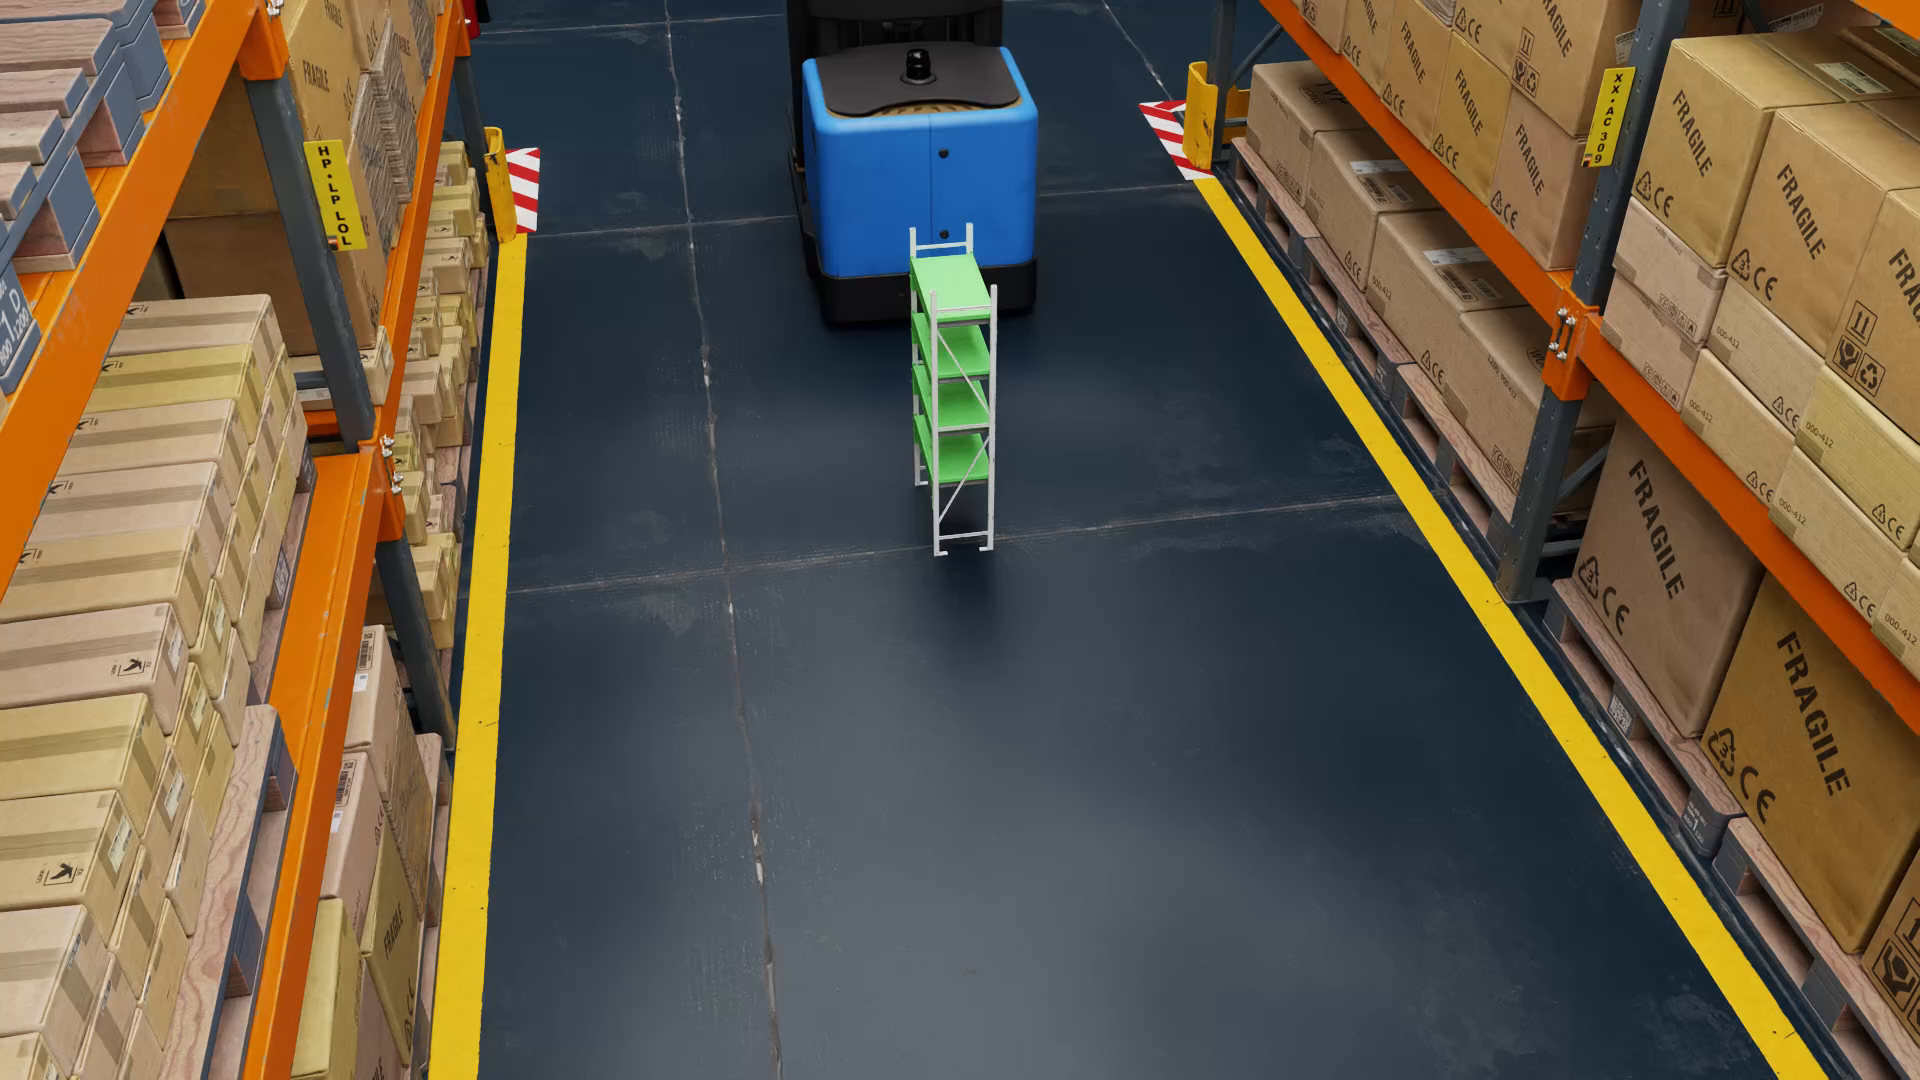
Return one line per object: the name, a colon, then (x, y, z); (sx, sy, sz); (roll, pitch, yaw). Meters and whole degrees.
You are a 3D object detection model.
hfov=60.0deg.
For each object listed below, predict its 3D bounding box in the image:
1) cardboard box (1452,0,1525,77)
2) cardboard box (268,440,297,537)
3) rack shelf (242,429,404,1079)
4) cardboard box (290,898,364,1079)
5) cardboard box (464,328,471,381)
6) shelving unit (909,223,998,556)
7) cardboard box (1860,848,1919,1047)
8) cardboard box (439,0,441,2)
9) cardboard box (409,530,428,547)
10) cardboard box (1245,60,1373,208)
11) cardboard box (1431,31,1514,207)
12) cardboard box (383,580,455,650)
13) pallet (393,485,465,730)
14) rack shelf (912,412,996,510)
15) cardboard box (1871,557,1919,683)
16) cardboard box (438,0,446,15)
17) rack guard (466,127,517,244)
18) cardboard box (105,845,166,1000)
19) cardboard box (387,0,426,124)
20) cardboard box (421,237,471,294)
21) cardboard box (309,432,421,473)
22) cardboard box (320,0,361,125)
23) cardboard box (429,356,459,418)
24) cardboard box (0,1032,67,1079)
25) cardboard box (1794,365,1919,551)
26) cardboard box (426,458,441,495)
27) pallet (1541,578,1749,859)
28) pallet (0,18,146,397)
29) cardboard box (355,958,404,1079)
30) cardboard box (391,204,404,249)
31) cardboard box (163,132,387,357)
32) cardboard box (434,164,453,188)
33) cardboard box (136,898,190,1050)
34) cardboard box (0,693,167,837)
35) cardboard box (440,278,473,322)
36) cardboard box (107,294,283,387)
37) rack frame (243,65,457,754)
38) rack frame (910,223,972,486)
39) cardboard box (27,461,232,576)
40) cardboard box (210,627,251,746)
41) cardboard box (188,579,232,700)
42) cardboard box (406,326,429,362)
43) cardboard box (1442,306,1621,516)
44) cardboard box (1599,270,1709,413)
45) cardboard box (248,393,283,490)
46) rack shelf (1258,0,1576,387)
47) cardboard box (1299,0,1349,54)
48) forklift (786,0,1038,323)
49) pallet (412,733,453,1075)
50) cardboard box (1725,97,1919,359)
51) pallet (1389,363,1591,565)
cardboard box: (2.157, -2.016, 6.004); (0.500, 0.500, 0.500); (-7, 38, -9)
cardboard box: (-1.953, -0.117, 4.318); (0.380, 0.149, 0.250); (-6, 38, -8)
rack shelf: (-1.913, 1.066, 3.519); (1.077, 0.370, 4.000); (-6, 38, -8)
cardboard box: (-1.700, 1.151, 3.907); (0.500, 0.250, 0.500); (-8, 39, -10)
cardboard box: (-2.370, -0.811, 7.330); (0.380, 0.149, 0.250); (-6, 38, -7)
shelving unit: (-0.029, -0.574, 6.511); (0.258, 1.200, 0.503); (-6, 38, -8)
cardboard box: (3.102, 1.104, 4.273); (0.875, 0.875, 0.875); (-6, 38, -7)
cardboard box: (-2.633, -2.755, 7.528); (0.500, 0.500, 0.500); (-5, 38, -7)
cardboard box: (-2.145, 0.020, 6.018); (0.380, 0.149, 0.250); (-6, 38, -8)
cardboard box: (2.105, -2.202, 8.885); (0.875, 0.438, 0.875); (-7, 38, -9)
cardboard box: (2.163, -1.622, 6.311); (0.500, 0.500, 0.500); (-7, 38, -9)
cardboard box: (-2.011, 0.280, 5.927); (0.380, 0.149, 0.250); (-8, 39, -10)
pallet: (-2.416, 0.273, 6.226); (1.003, 0.211, 1.213); (-6, 38, -8)
rack shelf: (-0.029, -0.334, 6.697); (0.258, 0.148, 0.480); (-6, 38, -8)
cardboard box: (2.654, 0.261, 4.092); (0.500, 0.250, 0.500); (-7, 38, -9)
cardboard box: (-2.629, -2.576, 7.826); (0.380, 0.149, 0.250); (-6, 38, -8)
rack guard: (-2.952, -1.809, 8.671); (1.175, 0.500, 0.348); (-6, 38, -8)
cardboard box: (-1.677, 0.715, 3.005); (0.380, 0.149, 0.250); (-7, 38, -8)
cardboard box: (-2.372, -1.836, 6.344); (0.500, 0.500, 0.500); (-4, 38, -6)
cardboard box: (-2.380, -1.204, 7.352); (0.380, 0.149, 0.250); (-5, 38, -6)
cardboard box: (-2.203, -0.252, 6.125); (0.380, 0.149, 0.250); (-7, 38, -9)
cardboard box: (-2.209, -1.588, 5.210); (0.500, 0.500, 0.500); (-7, 38, -9)
cardboard box: (-2.274, -0.615, 6.835); (0.380, 0.149, 0.250); (-7, 38, -8)
cardboard box: (-1.587, 0.918, 2.501); (0.380, 0.149, 0.250); (-8, 39, -10)
cardboard box: (2.573, -0.242, 4.331); (0.500, 0.250, 0.500); (-6, 38, -7)
cardboard box: (-2.246, -0.174, 6.510); (0.380, 0.149, 0.250); (-7, 38, -9)
pallet: (2.802, 0.540, 5.883); (1.003, 0.211, 1.213); (-6, 38, -8)
pallet: (-2.075, -0.526, 2.690); (1.213, 0.211, 1.003); (-6, 38, -8)
cardboard box: (-1.711, 1.435, 4.153); (0.500, 0.500, 0.500); (-7, 38, -9)
cardboard box: (-2.230, -1.161, 6.004); (0.380, 0.149, 0.250); (-6, 38, -7)
cardboard box: (-2.102, -0.909, 5.151); (0.500, 0.500, 0.500); (-7, 38, -9)
cardboard box: (-2.635, -1.667, 7.947); (0.380, 0.149, 0.250); (-6, 38, -7)
cardboard box: (-1.676, 0.831, 3.098); (0.380, 0.149, 0.250); (-6, 38, -7)
cardboard box: (-1.725, 0.444, 3.111); (0.380, 0.149, 0.250); (-7, 38, -9)
cardboard box: (-2.395, -1.086, 7.442); (0.380, 0.149, 0.250); (-6, 38, -7)
cardboard box: (-2.001, -0.506, 4.334); (0.380, 0.149, 0.250); (-5, 38, -6)
rack frame: (-2.264, -0.426, 4.853); (1.000, 3.000, 0.127); (-6, 38, -8)
rack frame: (-0.072, -0.721, 6.700); (0.240, 1.200, 0.015); (-6, 38, -8)
cardboard box: (-1.863, -0.029, 3.720); (0.380, 0.149, 0.250); (-6, 38, -8)
cardboard box: (-1.813, 0.352, 3.714); (0.380, 0.149, 0.250); (-8, 39, -10)
cardboard box: (-1.815, 0.240, 3.616); (0.380, 0.149, 0.250); (-8, 39, -10)
cardboard box: (-2.364, -0.725, 6.734); (0.380, 0.149, 0.250); (-8, 39, -10)
cardboard box: (2.588, -0.564, 6.777); (0.875, 0.438, 0.875); (-7, 38, -9)
cardboard box: (2.409, -0.666, 5.285); (0.500, 0.250, 0.500); (-7, 38, -9)
cardboard box: (-1.952, -0.232, 4.224); (0.380, 0.149, 0.250); (-6, 38, -8)
rack shelf: (2.241, -1.943, 7.393); (1.077, 0.370, 4.000); (-6, 38, -8)
cardboard box: (1.880, -2.542, 7.496); (0.500, 0.500, 0.500); (-6, 38, -8)
forklift: (-0.366, -3.101, 8.352); (1.130, 2.935, 3.031); (-6, 38, -7)
pallet: (-2.126, 1.145, 5.104); (1.003, 0.211, 1.213); (-6, 38, -8)
cardboard box: (2.503, -0.853, 4.506); (0.500, 0.500, 0.500); (-6, 38, -8)
pallet: (2.536, -0.386, 7.075); (1.003, 0.211, 1.213); (-6, 38, -8)
